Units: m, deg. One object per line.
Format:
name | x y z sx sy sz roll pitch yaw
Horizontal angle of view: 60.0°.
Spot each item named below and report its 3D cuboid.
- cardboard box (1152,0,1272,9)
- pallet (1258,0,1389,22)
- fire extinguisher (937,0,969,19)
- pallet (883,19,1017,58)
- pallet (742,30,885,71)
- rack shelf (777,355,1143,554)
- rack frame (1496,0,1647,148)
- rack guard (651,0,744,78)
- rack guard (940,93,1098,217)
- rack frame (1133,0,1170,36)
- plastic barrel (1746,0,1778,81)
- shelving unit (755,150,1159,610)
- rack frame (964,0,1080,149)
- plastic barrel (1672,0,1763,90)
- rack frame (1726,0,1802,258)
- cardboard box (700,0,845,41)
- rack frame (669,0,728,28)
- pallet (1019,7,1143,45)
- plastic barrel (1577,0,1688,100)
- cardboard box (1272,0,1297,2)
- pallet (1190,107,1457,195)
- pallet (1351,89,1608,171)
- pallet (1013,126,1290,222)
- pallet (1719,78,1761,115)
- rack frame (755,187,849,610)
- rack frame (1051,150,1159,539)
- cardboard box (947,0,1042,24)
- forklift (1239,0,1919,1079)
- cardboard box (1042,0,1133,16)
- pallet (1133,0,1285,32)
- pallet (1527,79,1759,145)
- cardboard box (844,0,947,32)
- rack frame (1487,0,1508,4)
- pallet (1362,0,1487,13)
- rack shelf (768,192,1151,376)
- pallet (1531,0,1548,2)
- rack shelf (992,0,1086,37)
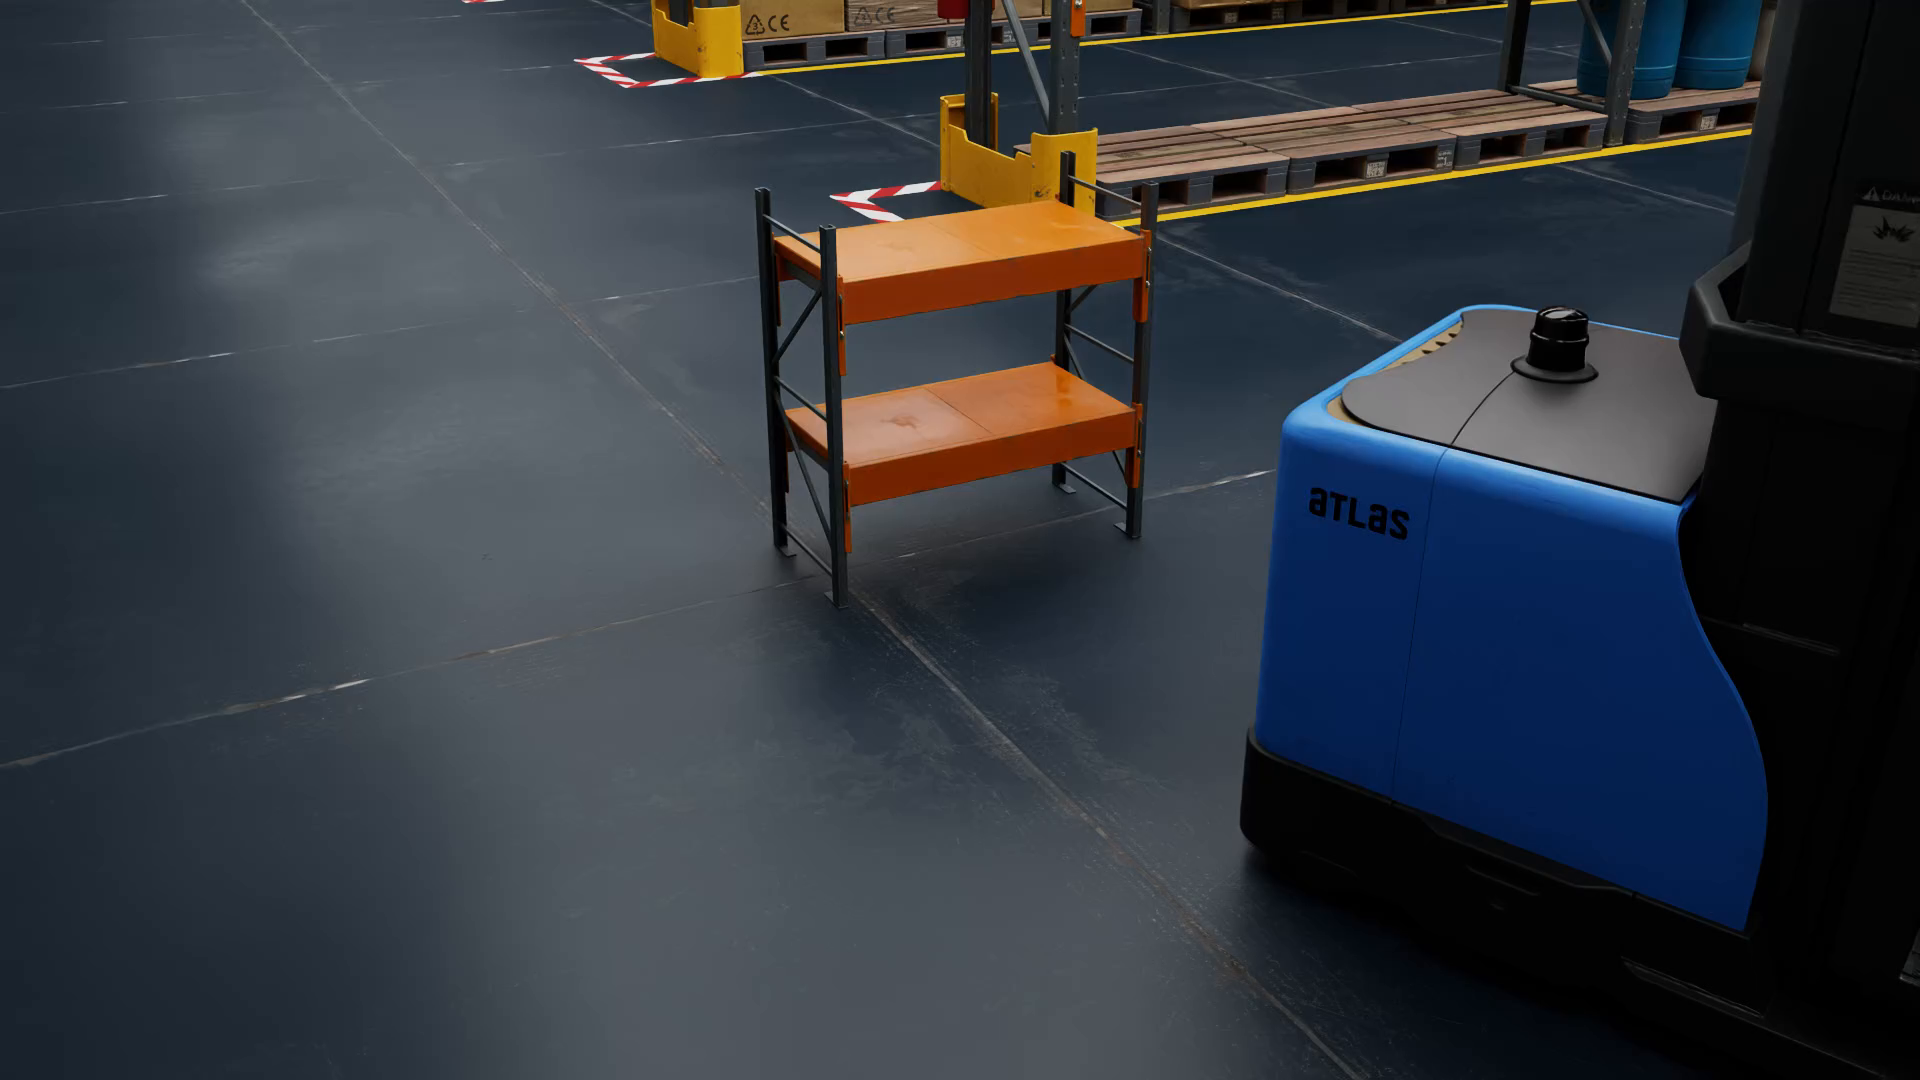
cardboard box | 2.065 -5.249 14.687 0.875 0.875 1.225 -13 29 -25
pallet | 3.232 -5.059 15.542 1.213 0.211 1.003 -13 29 -25
fire extinguisher | -0.037 -3.113 8.789 0.183 0.674 0.296 -13 29 -25
pallet | -0.276 -4.247 13.853 1.213 0.211 1.003 -13 29 -25
pallet | -1.352 -4.001 13.339 1.213 0.211 1.003 -13 29 -25
rack shelf | -0.006 -0.285 5.110 1.000 0.278 0.538 -13 29 -25
rack frame | 3.840 -3.988 10.091 0.127 3.000 1.000 -13 29 -25
rack guard | -2.041 -3.933 12.864 0.348 0.500 1.175 -13 29 -25
rack guard | 0.295 -2.037 8.914 0.348 0.500 1.175 -13 29 -25
rack frame | 1.509 -5.880 14.030 0.127 3.000 1.000 -13 29 -25
plastic barrel | 5.493 -3.385 11.224 0.421 0.512 0.421 0 26 0
shelving unit | -0.006 -0.506 5.004 1.048 1.125 0.538 -13 29 -25
rack frame | 0.310 -3.173 8.394 0.127 3.000 1.000 -13 29 -25
plastic barrel | 4.953 -3.480 10.972 0.708 0.901 0.600 -13 29 -25
rack frame | 2.638 -1.281 4.452 0.127 3.000 1.000 -13 29 -25
cardboard box | -1.493 -4.457 13.038 0.875 0.875 0.875 -13 29 -25
rack frame | -2.020 -5.065 12.334 0.127 3.000 1.000 -13 29 -25
pallet | 0.801 -4.498 14.374 1.213 0.211 1.003 -13 29 -25
plastic barrel | 4.328 -3.336 10.671 0.708 0.901 0.600 -13 29 -25
cardboard box | 2.853 -5.431 15.067 0.875 0.875 1.225 -14 29 -27
pallet | 2.131 -2.316 9.830 1.213 0.211 1.003 -13 29 -25
pallet | 3.209 -2.566 10.351 1.213 0.211 1.003 -13 29 -25
pallet | 1.056 -2.069 9.316 1.213 0.211 1.003 -13 29 -25
pallet | 5.618 -3.122 11.509 1.213 0.211 1.003 -13 29 -25
rack frame | -0.455 -0.402 4.788 0.032 1.125 0.500 -13 29 -25
rack frame | 0.443 -0.609 5.219 0.032 1.125 0.500 -13 29 -25
cardboard box | 0.095 -4.824 13.801 0.875 0.875 0.875 -13 29 -25
forklift | 2.102 -0.377 2.648 3.031 2.935 1.130 19 31 34
cardboard box | 0.889 -5.007 14.183 0.875 0.875 0.875 -13 29 -25
pallet | 2.155 -4.808 15.021 1.213 0.211 1.003 -13 29 -25
pallet | 4.540 -2.872 10.988 1.213 0.211 1.003 -13 29 -25
cardboard box | -0.690 -4.643 13.424 0.875 0.875 0.875 -13 29 -25
rack frame | 5.039 -6.694 15.727 0.127 3.000 1.000 -13 29 -25
pallet | 4.308 -5.305 16.056 1.213 0.211 1.003 -13 29 -25
rack shelf | -0.006 -0.770 4.877 1.000 0.278 0.538 -13 29 -25
pallet | 5.729 -5.596 16.661 1.213 0.211 1.003 -13 29 -25
rack shelf | 2.075 -3.256 9.398 4.000 0.370 1.077 -13 29 -25
